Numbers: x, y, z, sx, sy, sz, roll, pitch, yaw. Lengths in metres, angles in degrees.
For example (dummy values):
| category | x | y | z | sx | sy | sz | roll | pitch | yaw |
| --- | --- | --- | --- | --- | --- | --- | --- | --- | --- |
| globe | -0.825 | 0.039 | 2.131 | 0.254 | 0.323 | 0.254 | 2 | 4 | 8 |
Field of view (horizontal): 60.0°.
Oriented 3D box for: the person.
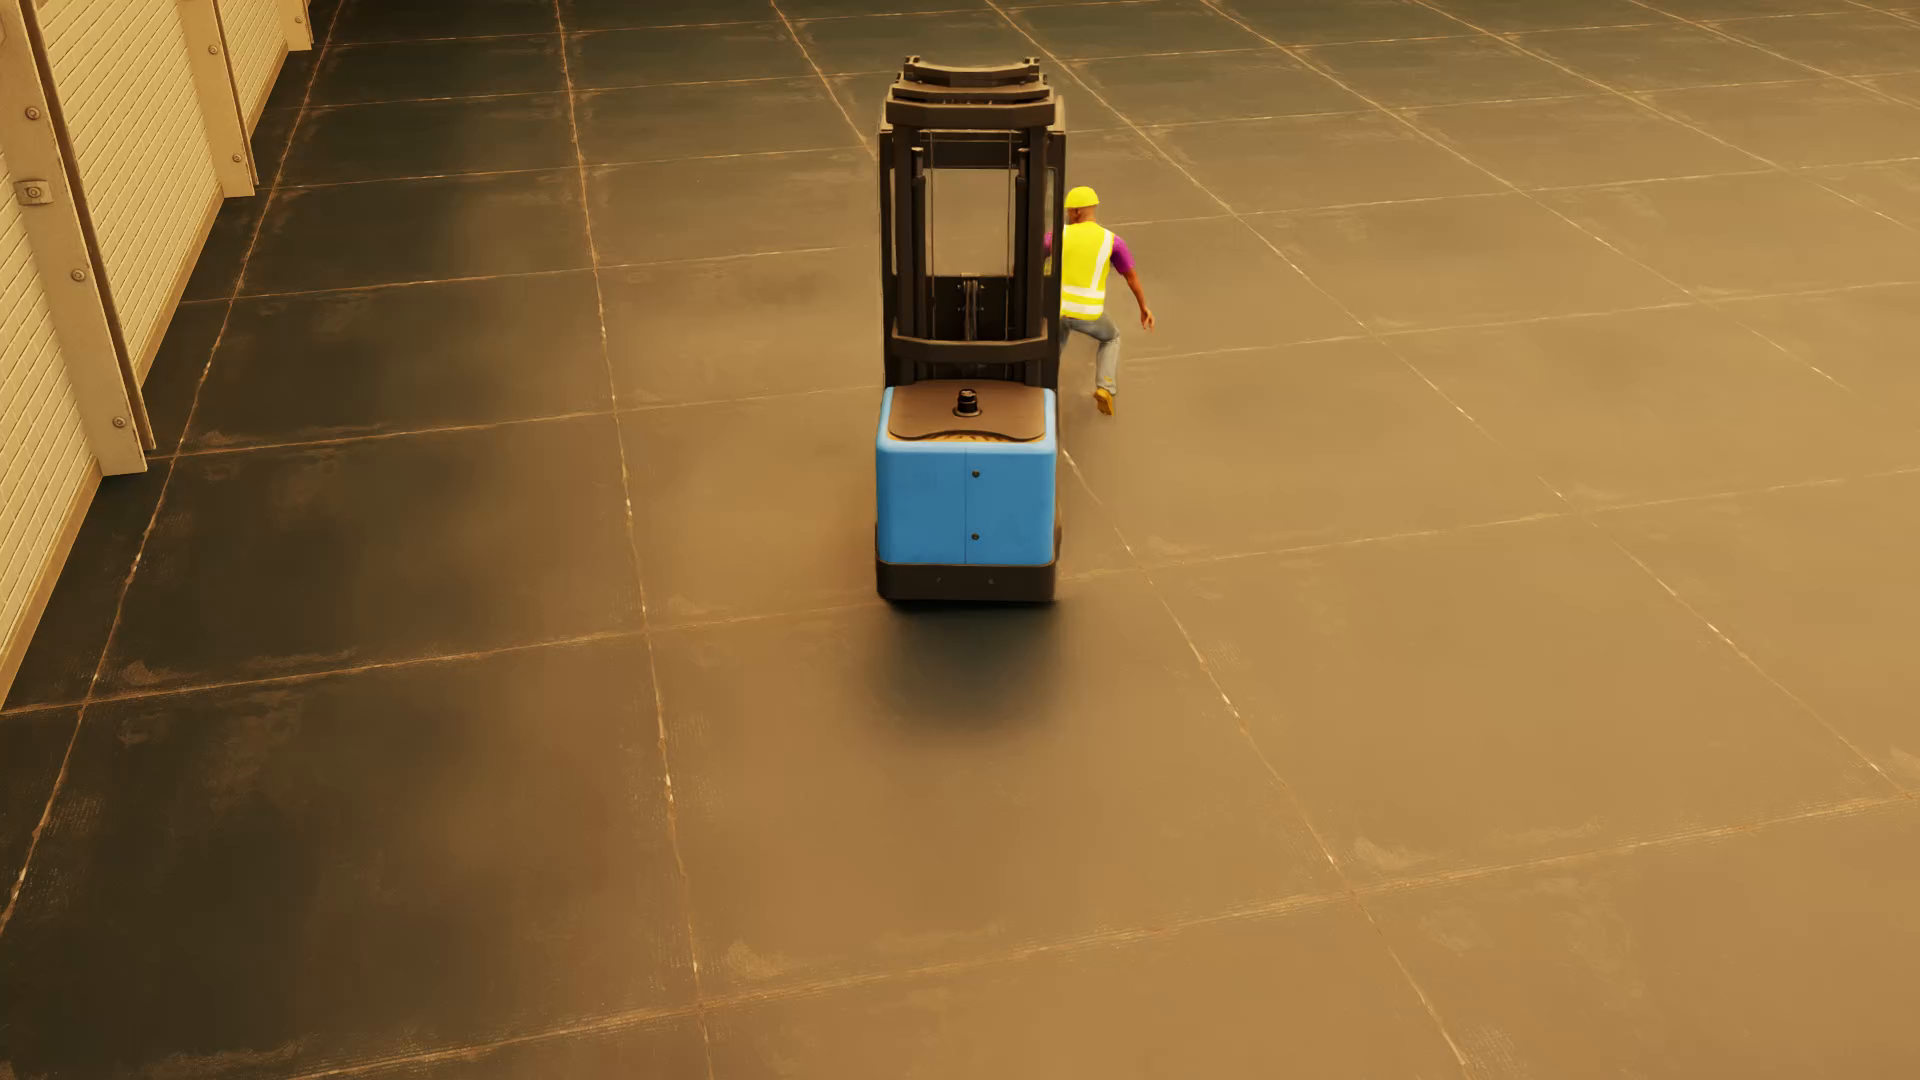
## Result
| category | x | y | z | sx | sy | sz | roll | pitch | yaw |
| --- | --- | --- | --- | --- | --- | --- | --- | --- | --- |
| person | 0.900 | -1.665 | 11.864 | 1.049 | 1.652 | 0.507 | 8 | 31 | 14 |

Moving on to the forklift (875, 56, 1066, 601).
| category | x | y | z | sx | sy | sz | roll | pitch | yaw |
| --- | --- | --- | --- | --- | --- | --- | --- | --- | --- |
| forklift | 0.080 | -1.611 | 10.357 | 1.130 | 2.935 | 3.031 | 1 | 30 | 2 |
